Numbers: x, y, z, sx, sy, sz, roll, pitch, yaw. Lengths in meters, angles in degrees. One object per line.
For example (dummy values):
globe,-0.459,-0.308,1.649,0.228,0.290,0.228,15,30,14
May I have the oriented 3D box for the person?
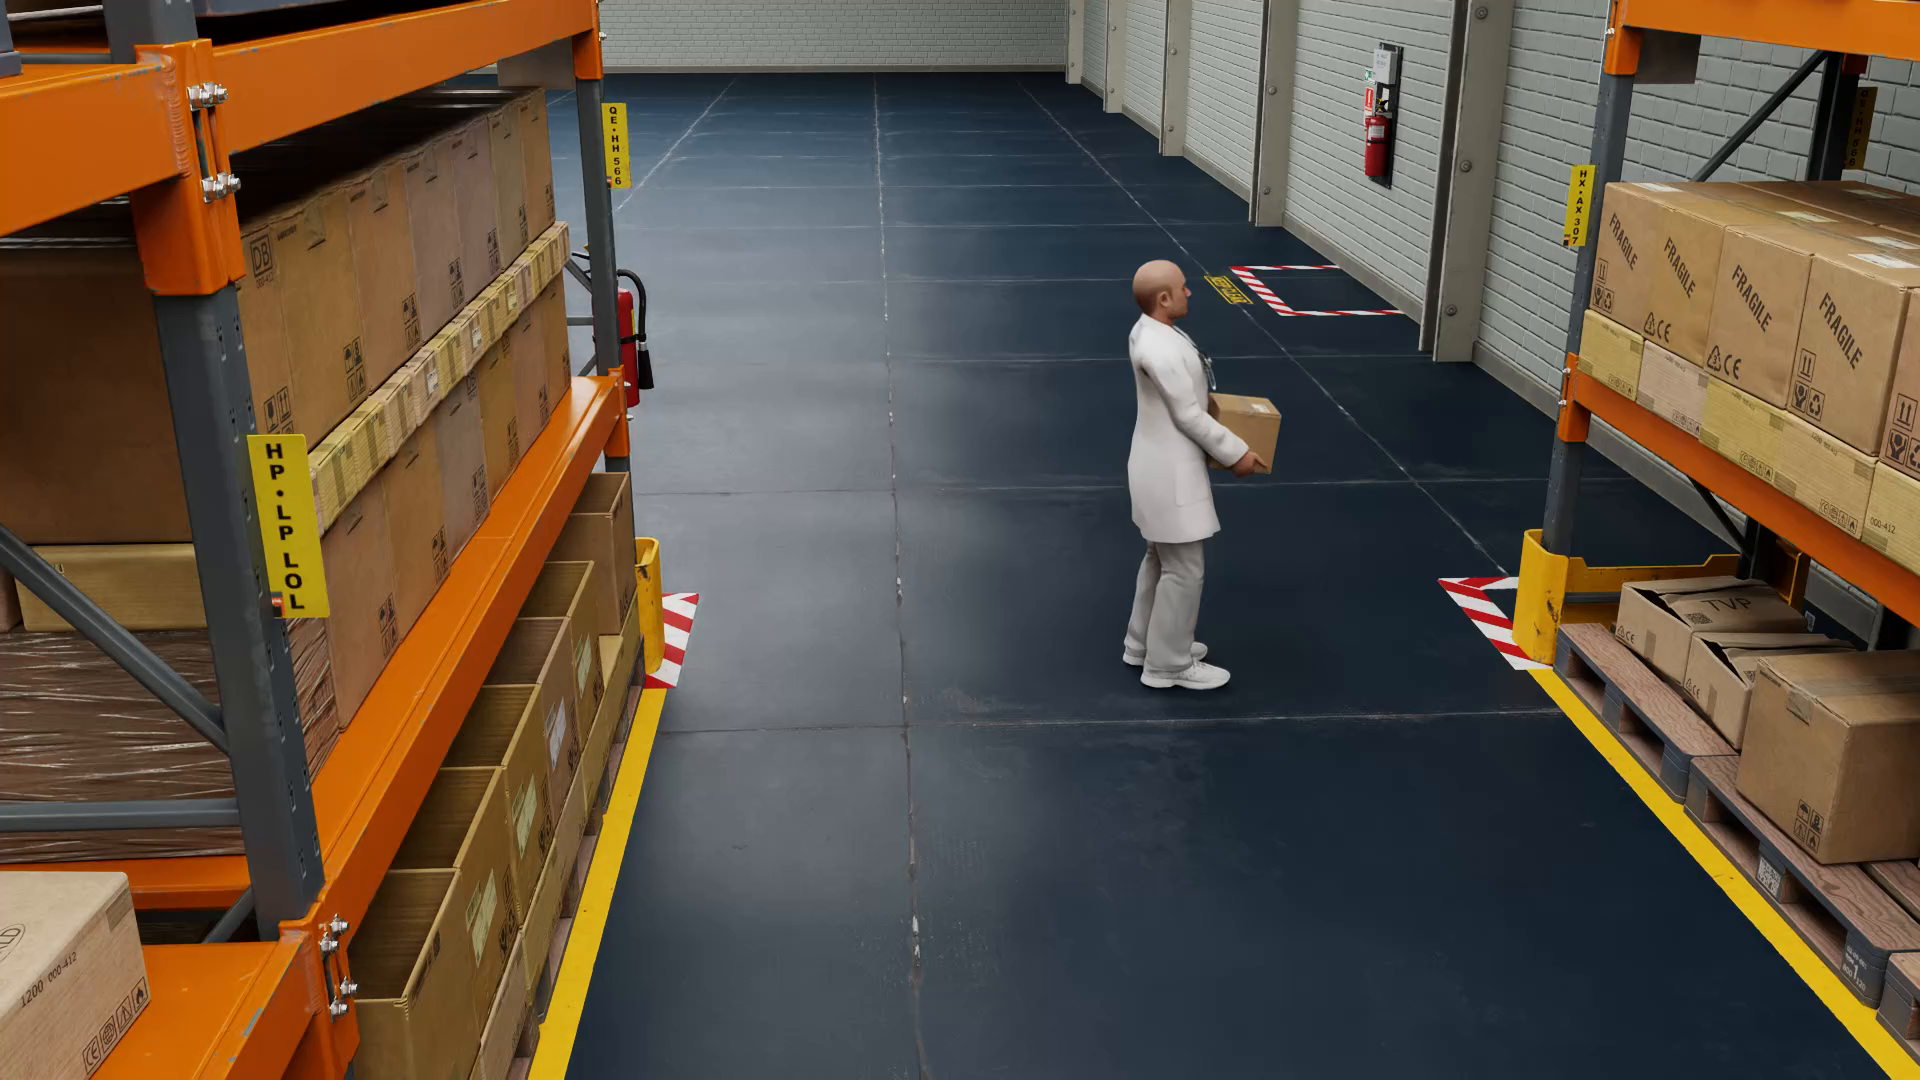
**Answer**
person,0.953,-0.265,6.831,0.555,1.771,0.528,-1,20,-2
